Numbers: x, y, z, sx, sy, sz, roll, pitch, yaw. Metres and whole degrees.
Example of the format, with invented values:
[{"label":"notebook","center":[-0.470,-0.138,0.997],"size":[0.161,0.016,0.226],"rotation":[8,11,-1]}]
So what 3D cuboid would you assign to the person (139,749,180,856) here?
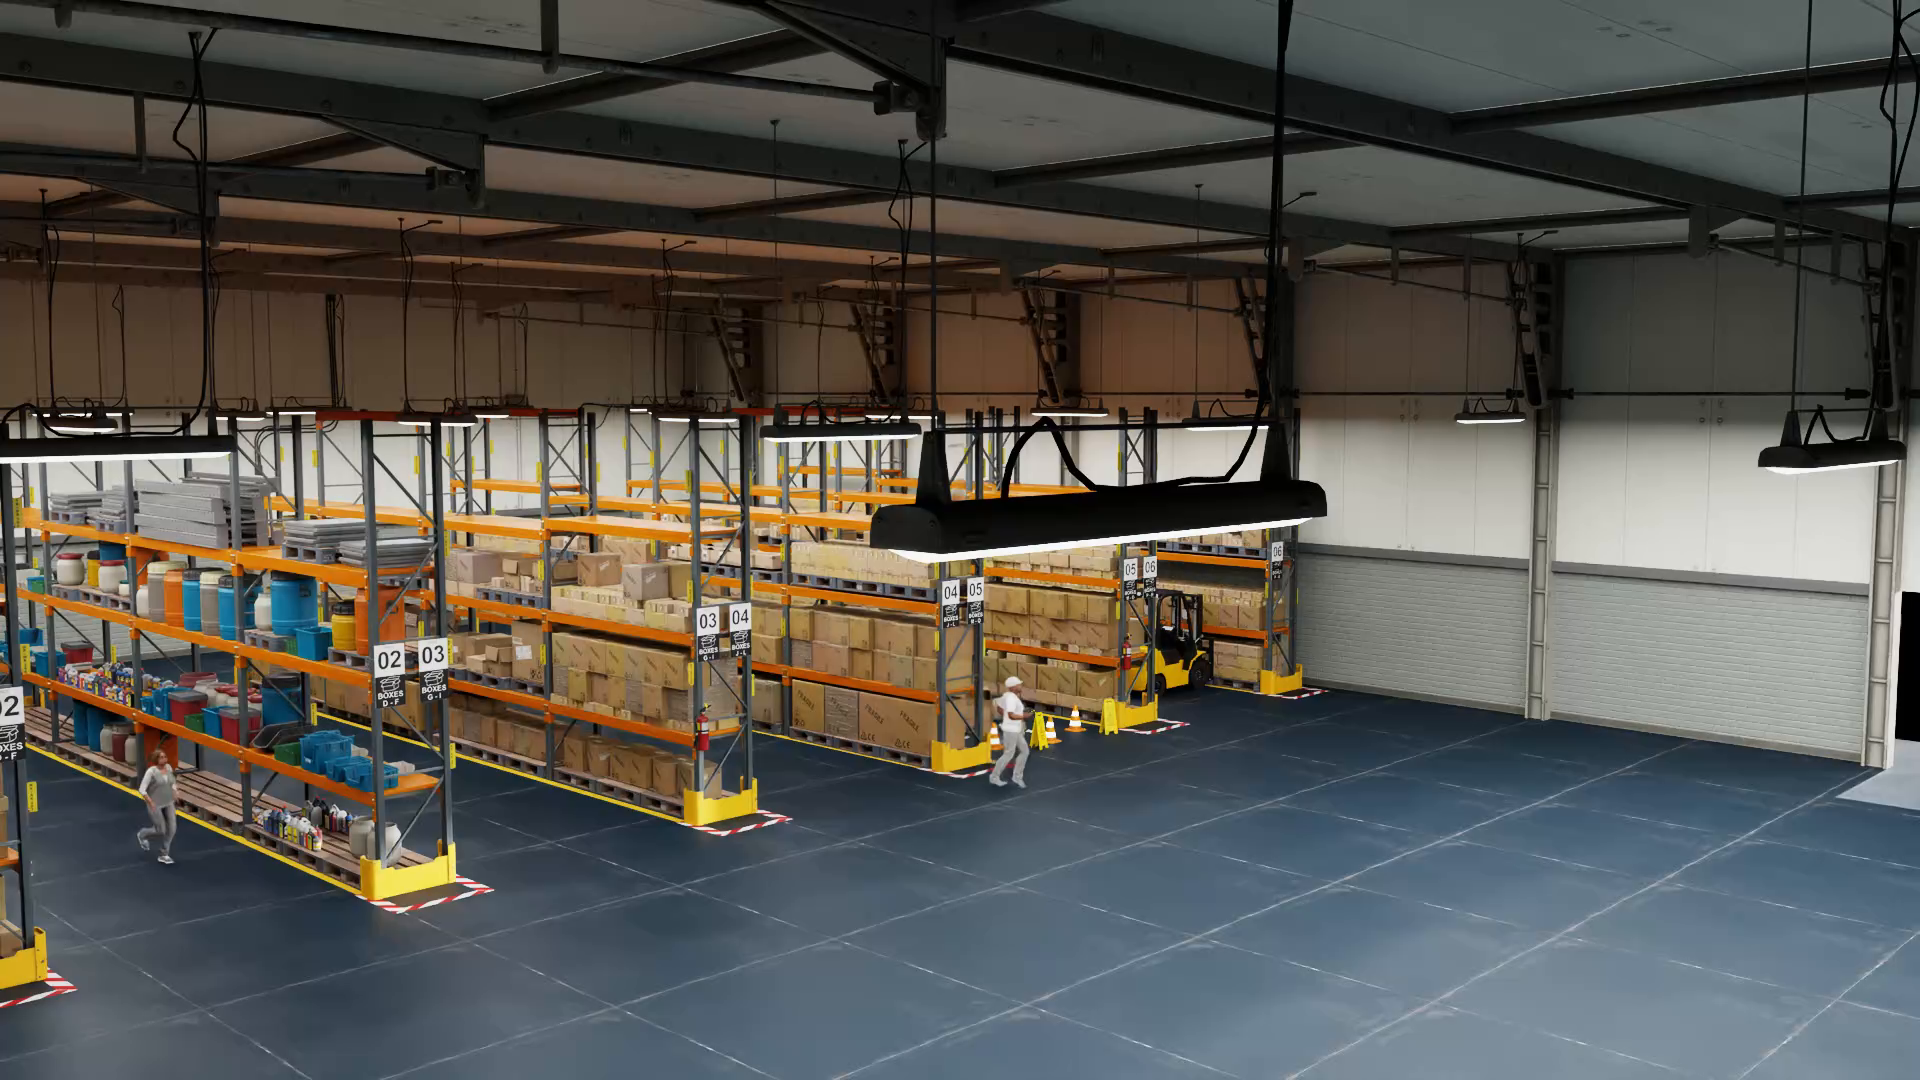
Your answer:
[{"label":"person","center":[-10.820,3.543,22.441],"size":[0.555,1.454,0.522],"rotation":[3,6,31]}]

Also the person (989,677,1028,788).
[{"label":"person","center":[0.792,3.104,26.755],"size":[0.632,1.819,0.665],"rotation":[0,5,4]}]

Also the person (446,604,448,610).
[{"label":"person","center":[-11.362,2.225,36.707],"size":[0.702,1.740,0.700],"rotation":[-4,6,-38]}]
